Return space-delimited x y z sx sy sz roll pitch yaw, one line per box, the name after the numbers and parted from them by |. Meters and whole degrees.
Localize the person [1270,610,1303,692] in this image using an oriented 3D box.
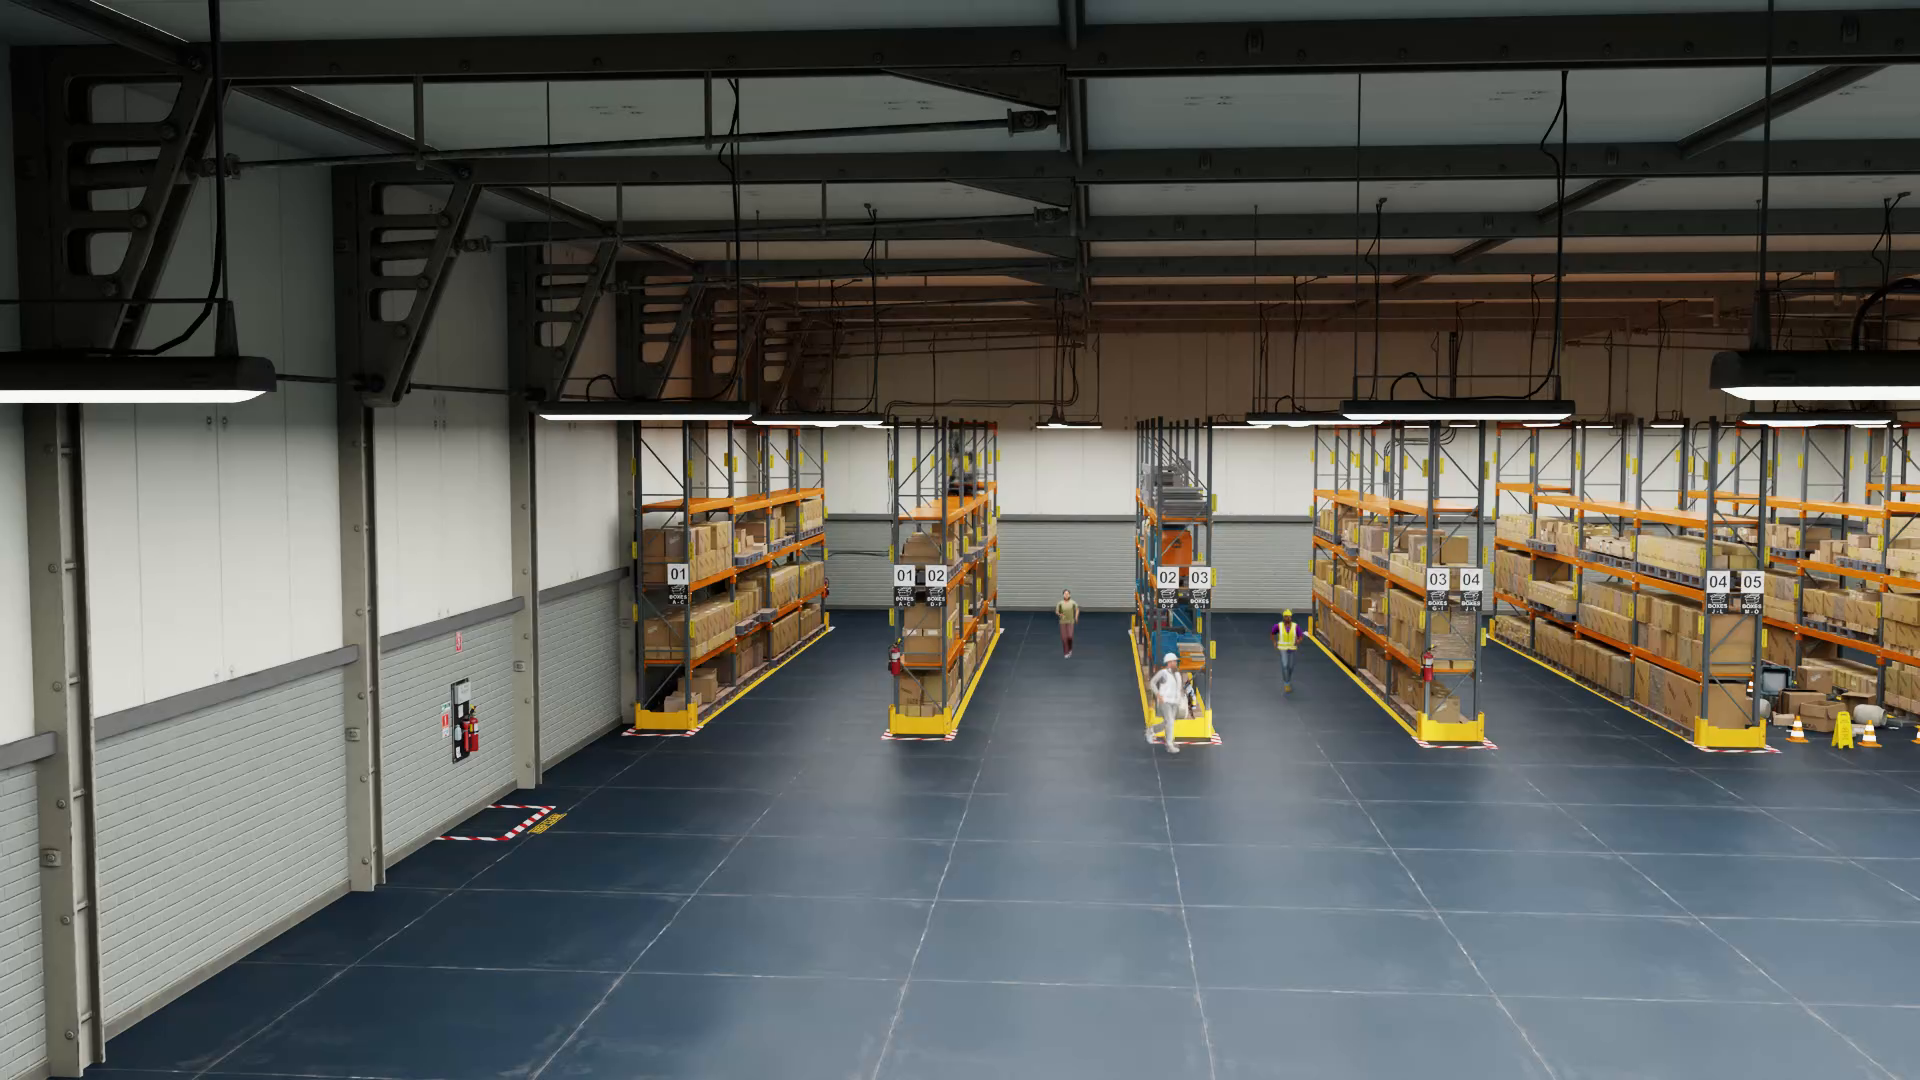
7.233 2.425 36.763 0.708 1.751 0.936 0 4 2 | person

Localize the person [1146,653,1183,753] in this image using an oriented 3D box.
3.747 2.898 29.816 0.701 1.738 0.861 -3 5 -42 | person

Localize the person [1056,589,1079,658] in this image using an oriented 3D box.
2.567 2.014 39.817 0.566 1.657 0.555 0 4 5 | person
